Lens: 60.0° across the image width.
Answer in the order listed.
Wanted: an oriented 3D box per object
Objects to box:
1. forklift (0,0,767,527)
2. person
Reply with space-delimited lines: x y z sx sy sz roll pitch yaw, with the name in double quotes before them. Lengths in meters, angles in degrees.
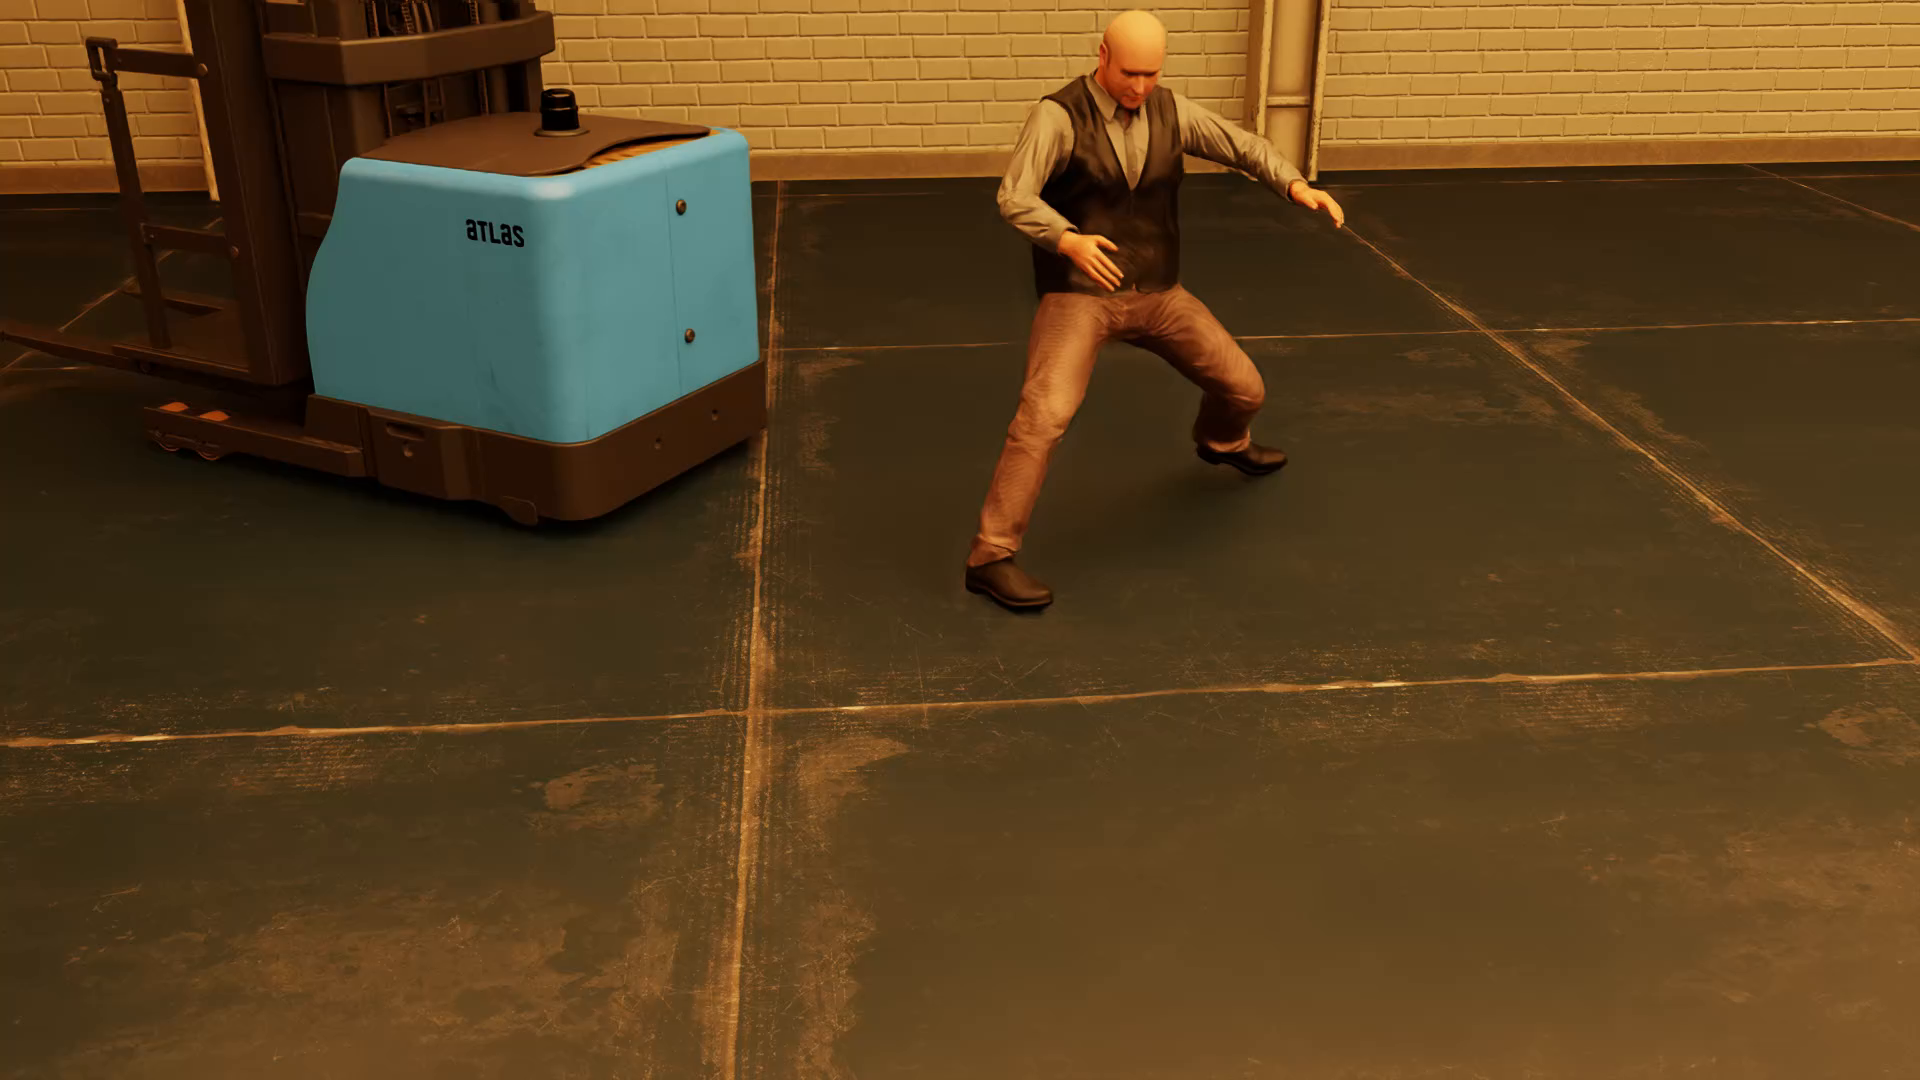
"forklift" -2.212 -1.784 5.425 3.031 2.935 1.130 12 26 25
"person" 0.562 -0.714 4.740 1.304 1.515 0.809 -9 25 -20
